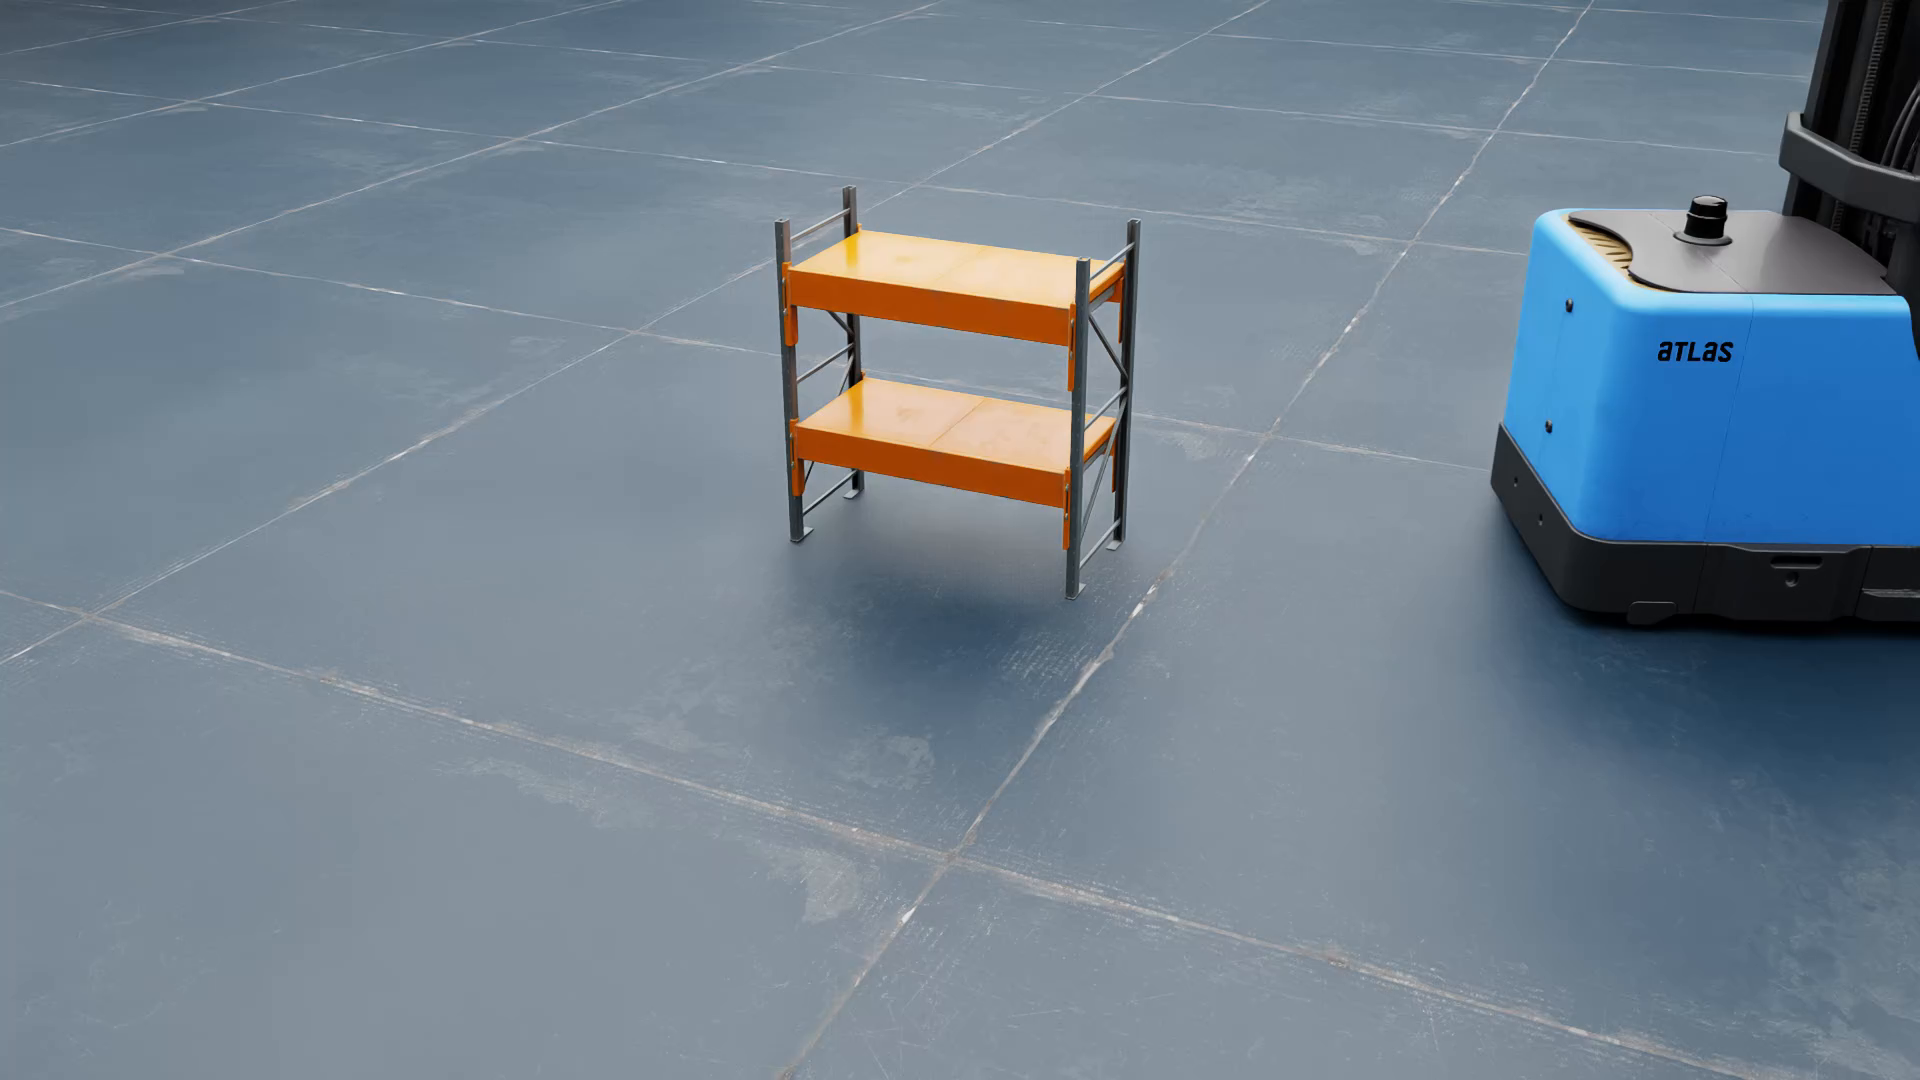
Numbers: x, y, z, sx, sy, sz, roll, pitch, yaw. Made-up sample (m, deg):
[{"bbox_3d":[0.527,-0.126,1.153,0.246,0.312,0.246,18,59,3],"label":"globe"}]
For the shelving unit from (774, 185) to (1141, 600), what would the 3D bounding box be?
[{"bbox_3d":[-0.006,-0.506,5.504,1.048,1.125,0.538,11,28,22],"label":"shelving unit"}]

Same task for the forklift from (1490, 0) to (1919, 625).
[{"bbox_3d":[3.409,-1.237,4.944,3.031,2.935,1.130,1,26,2],"label":"forklift"}]

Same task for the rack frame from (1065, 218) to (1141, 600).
[{"bbox_3d":[0.457,-0.413,5.315,0.032,1.125,0.500,11,28,22],"label":"rack frame"}]

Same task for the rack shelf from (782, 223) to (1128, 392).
[{"bbox_3d":[-0.006,-0.768,5.375,1.000,0.278,0.538,11,28,22],"label":"rack shelf"}]

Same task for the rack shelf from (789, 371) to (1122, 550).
[{"bbox_3d":[-0.006,-0.287,5.612,1.000,0.278,0.538,11,28,22],"label":"rack shelf"}]

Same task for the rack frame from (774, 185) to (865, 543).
[{"bbox_3d":[-0.469,-0.599,5.693,0.032,1.125,0.500,11,28,22],"label":"rack frame"}]
